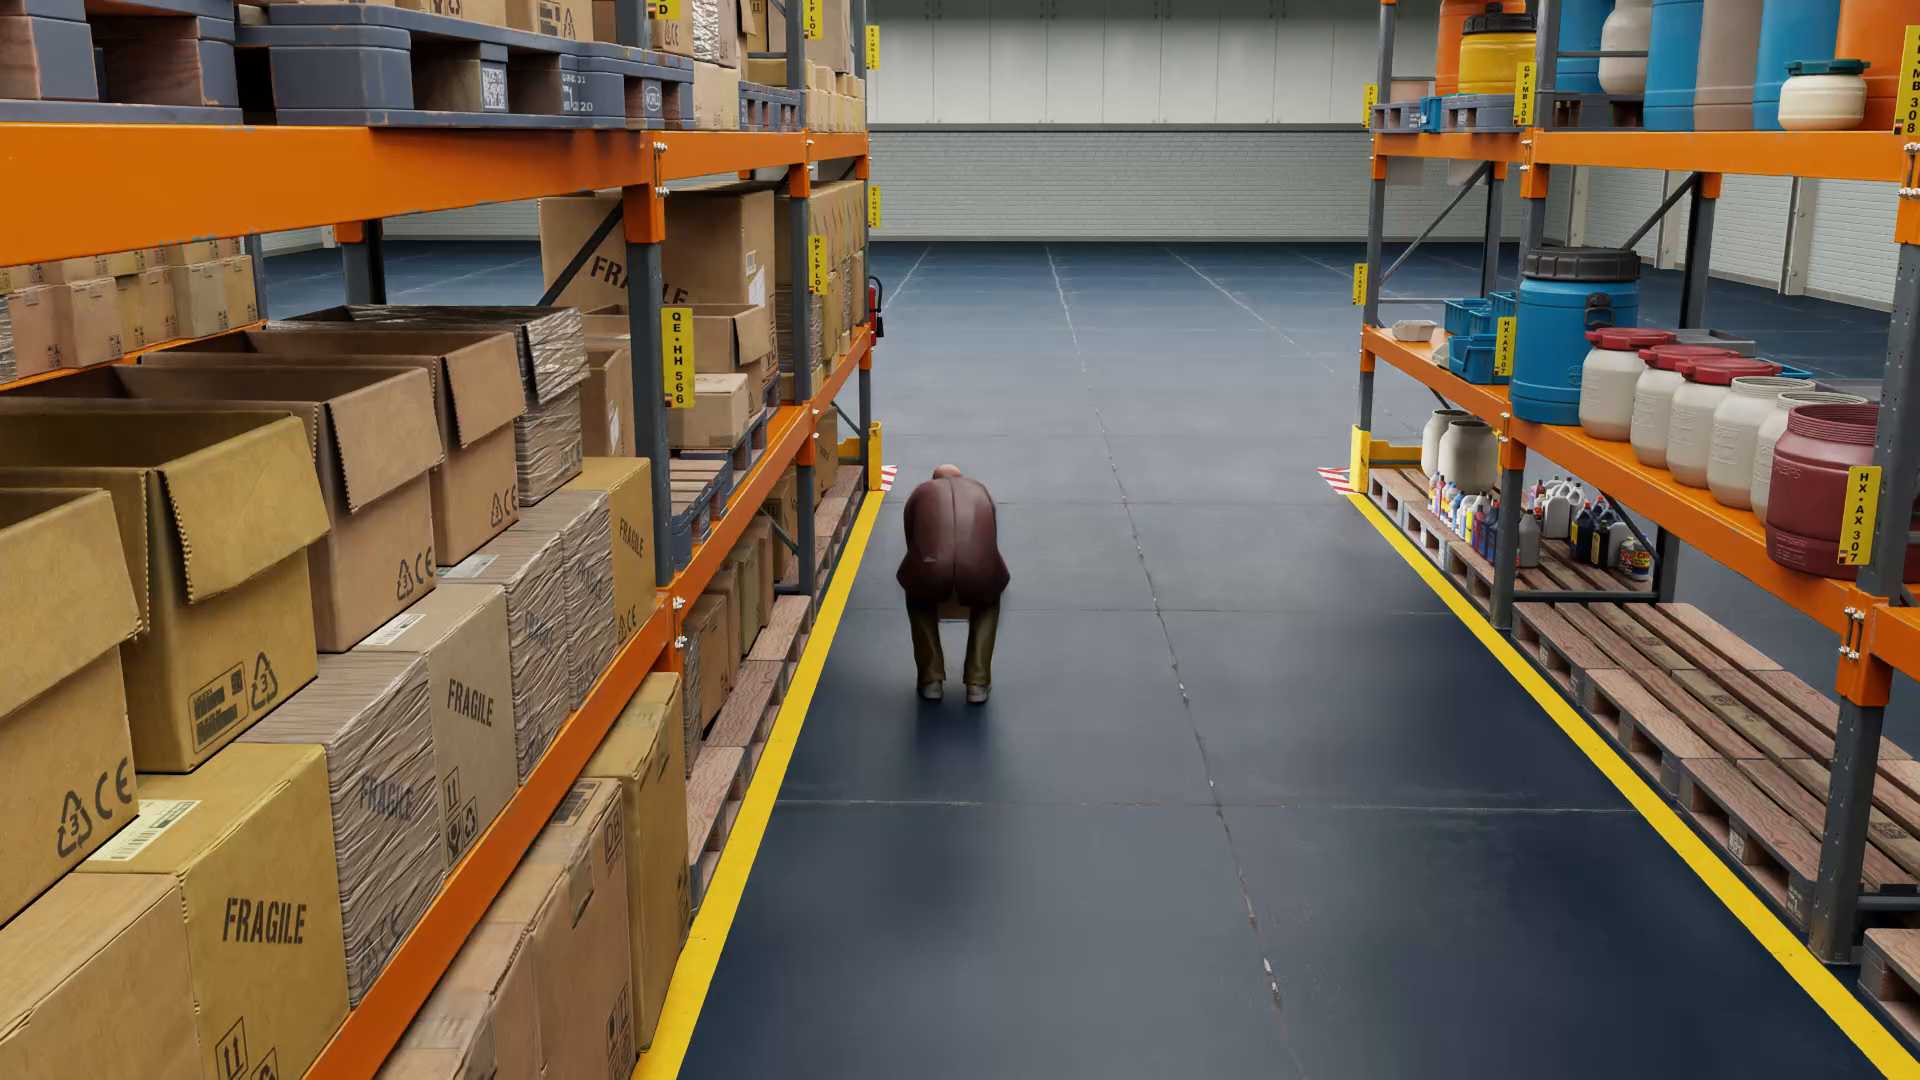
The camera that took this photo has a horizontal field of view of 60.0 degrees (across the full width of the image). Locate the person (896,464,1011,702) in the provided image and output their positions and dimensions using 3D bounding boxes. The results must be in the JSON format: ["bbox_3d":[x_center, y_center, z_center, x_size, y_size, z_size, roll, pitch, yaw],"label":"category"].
[{"bbox_3d":[-0.037,0.217,8.579,0.581,1.094,0.941,0,14,-1],"label":"person"}]
